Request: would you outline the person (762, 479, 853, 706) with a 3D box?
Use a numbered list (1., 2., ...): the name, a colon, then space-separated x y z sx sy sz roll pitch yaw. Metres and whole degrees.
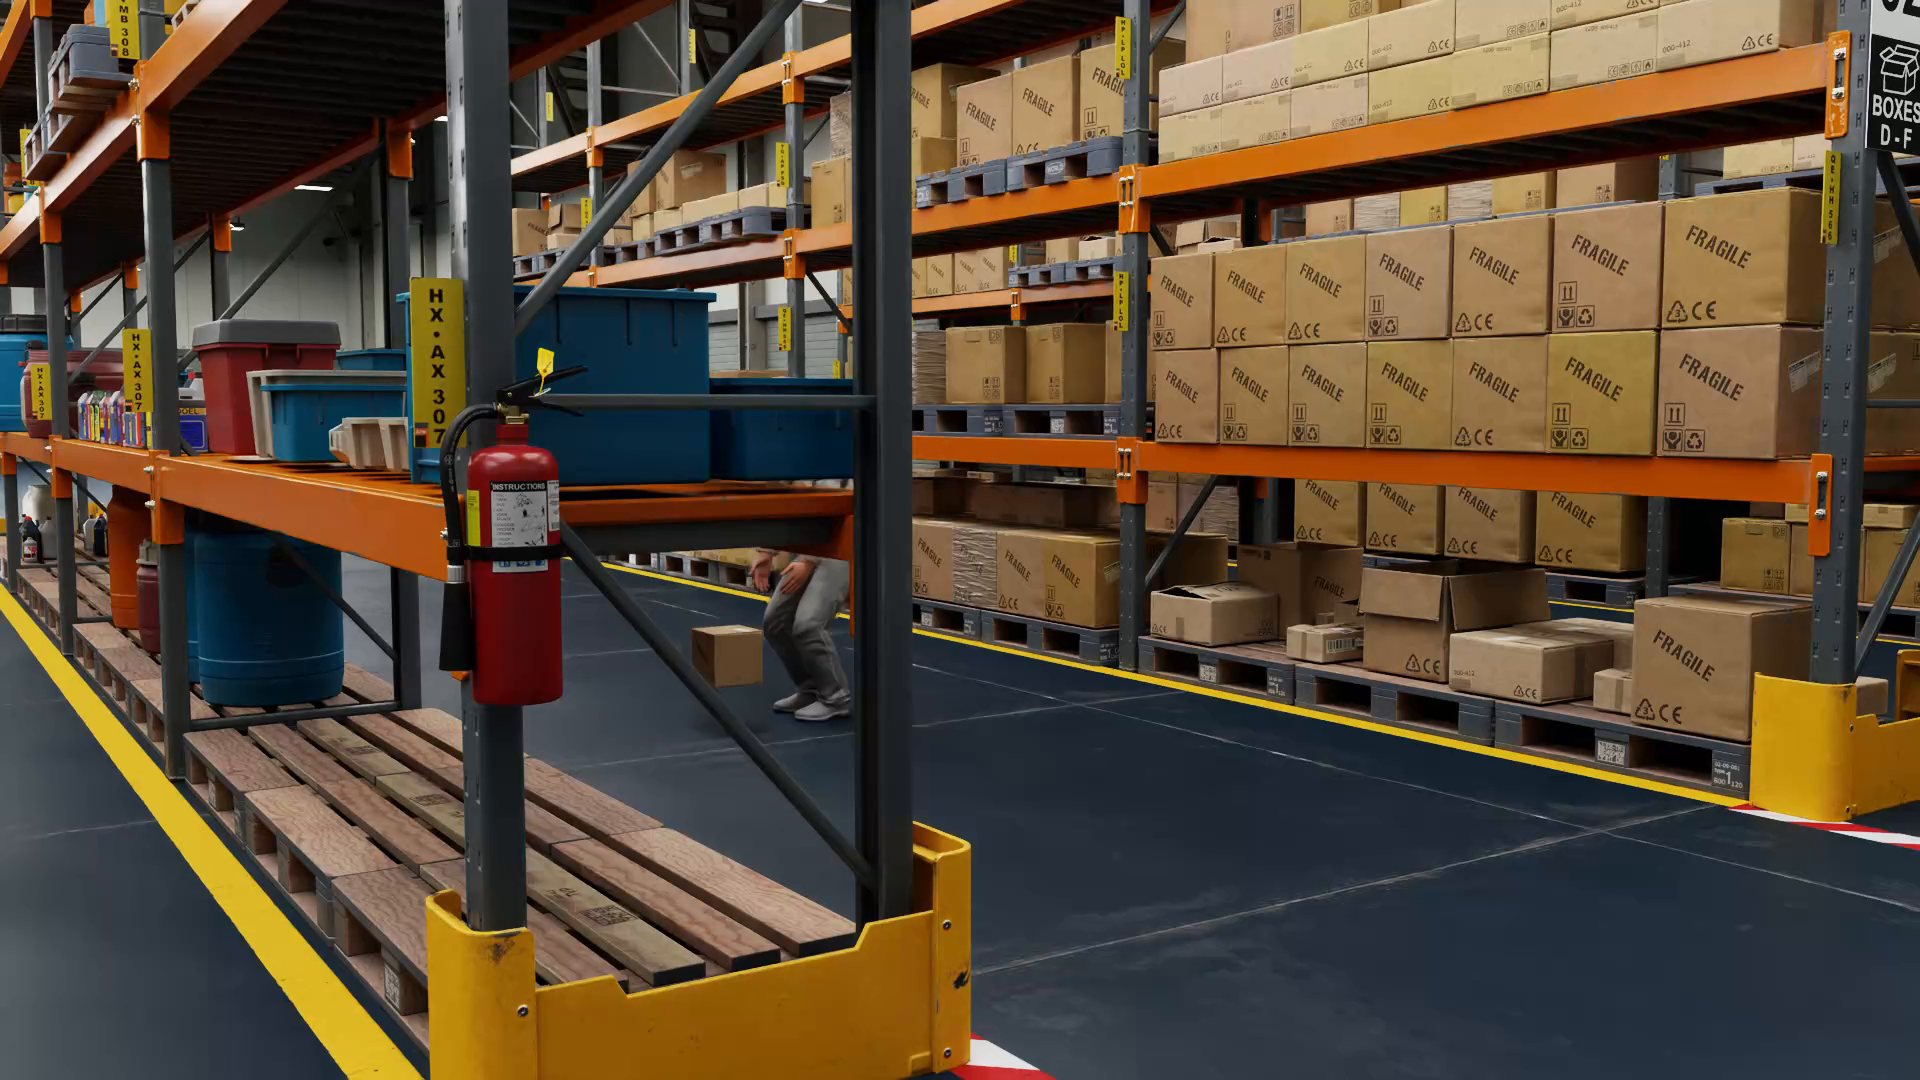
1. person: -0.674 0.122 8.086 0.524 1.345 0.484 -3 6 -33
